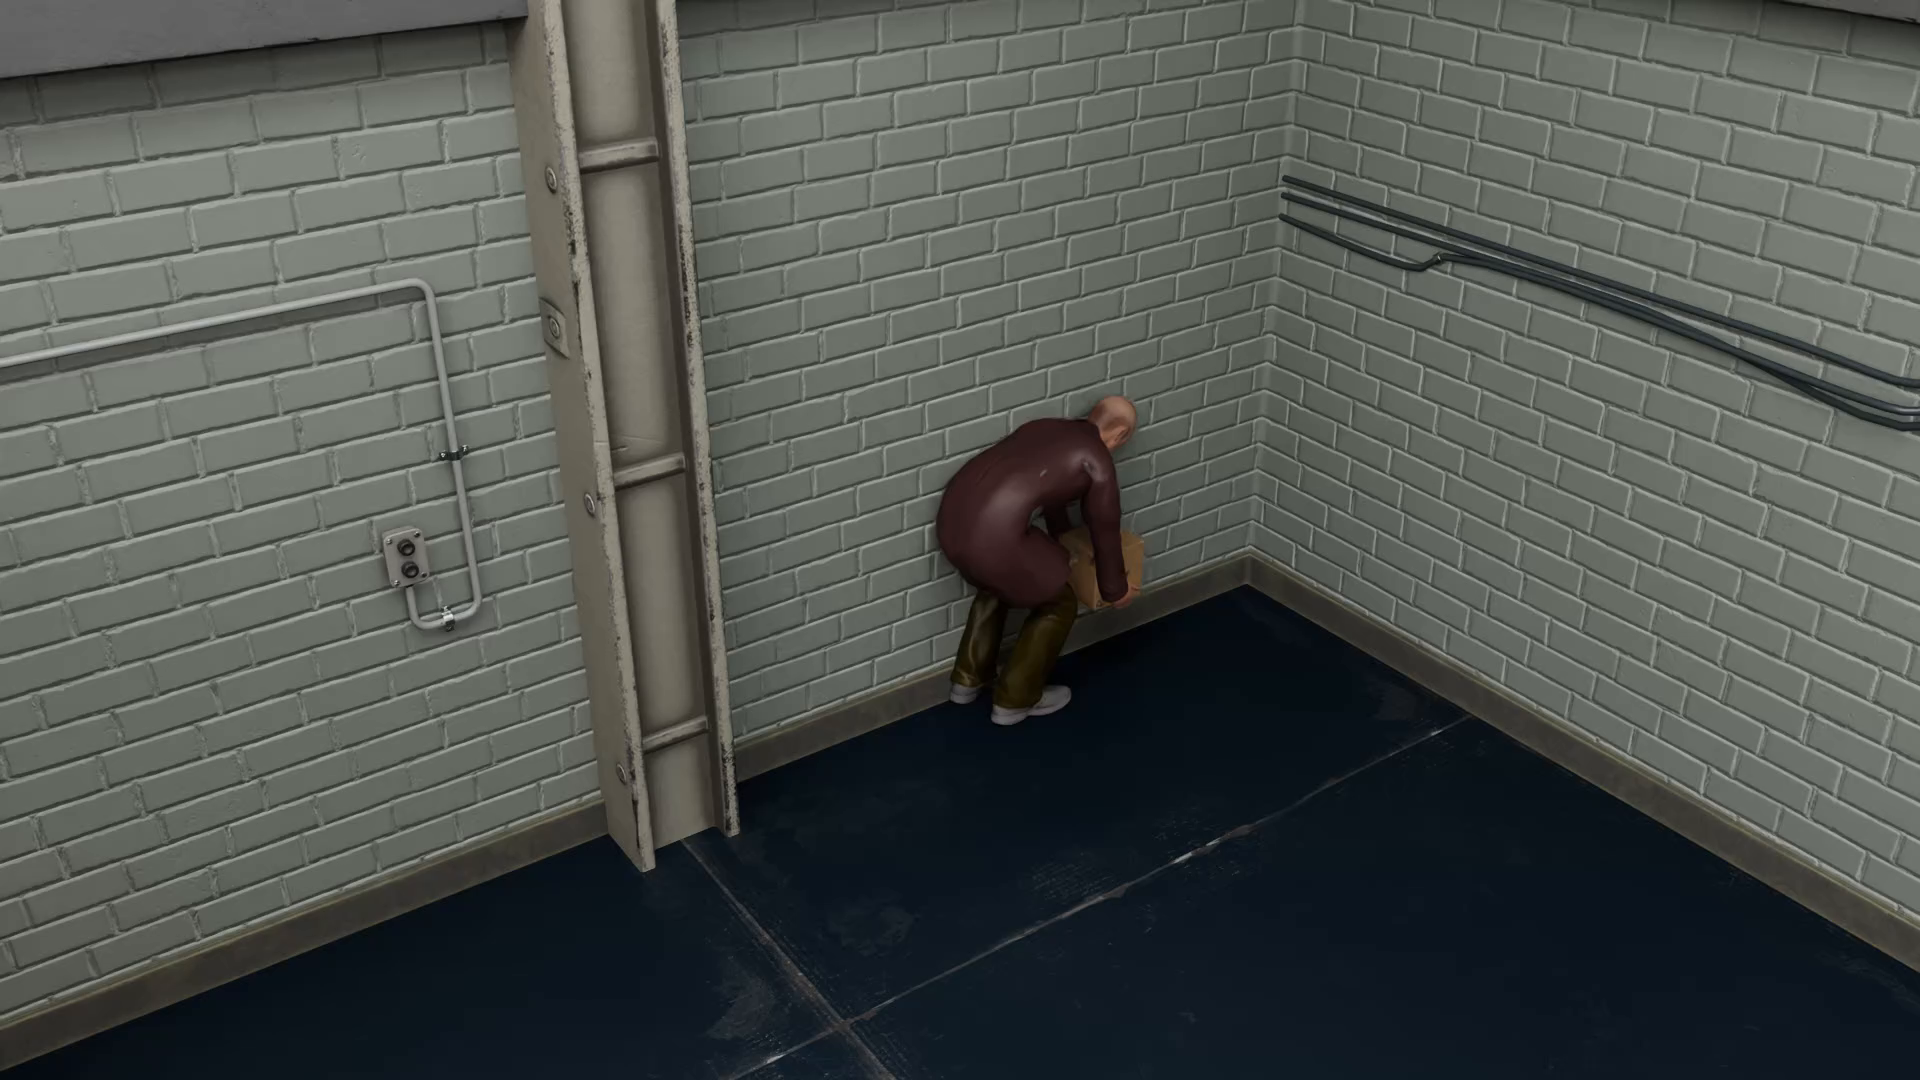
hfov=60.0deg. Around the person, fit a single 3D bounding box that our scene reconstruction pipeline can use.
[{"bbox_3d":[0.329,0.092,6.606,0.928,1.173,0.574,-20,34,-33],"label":"person"}]
